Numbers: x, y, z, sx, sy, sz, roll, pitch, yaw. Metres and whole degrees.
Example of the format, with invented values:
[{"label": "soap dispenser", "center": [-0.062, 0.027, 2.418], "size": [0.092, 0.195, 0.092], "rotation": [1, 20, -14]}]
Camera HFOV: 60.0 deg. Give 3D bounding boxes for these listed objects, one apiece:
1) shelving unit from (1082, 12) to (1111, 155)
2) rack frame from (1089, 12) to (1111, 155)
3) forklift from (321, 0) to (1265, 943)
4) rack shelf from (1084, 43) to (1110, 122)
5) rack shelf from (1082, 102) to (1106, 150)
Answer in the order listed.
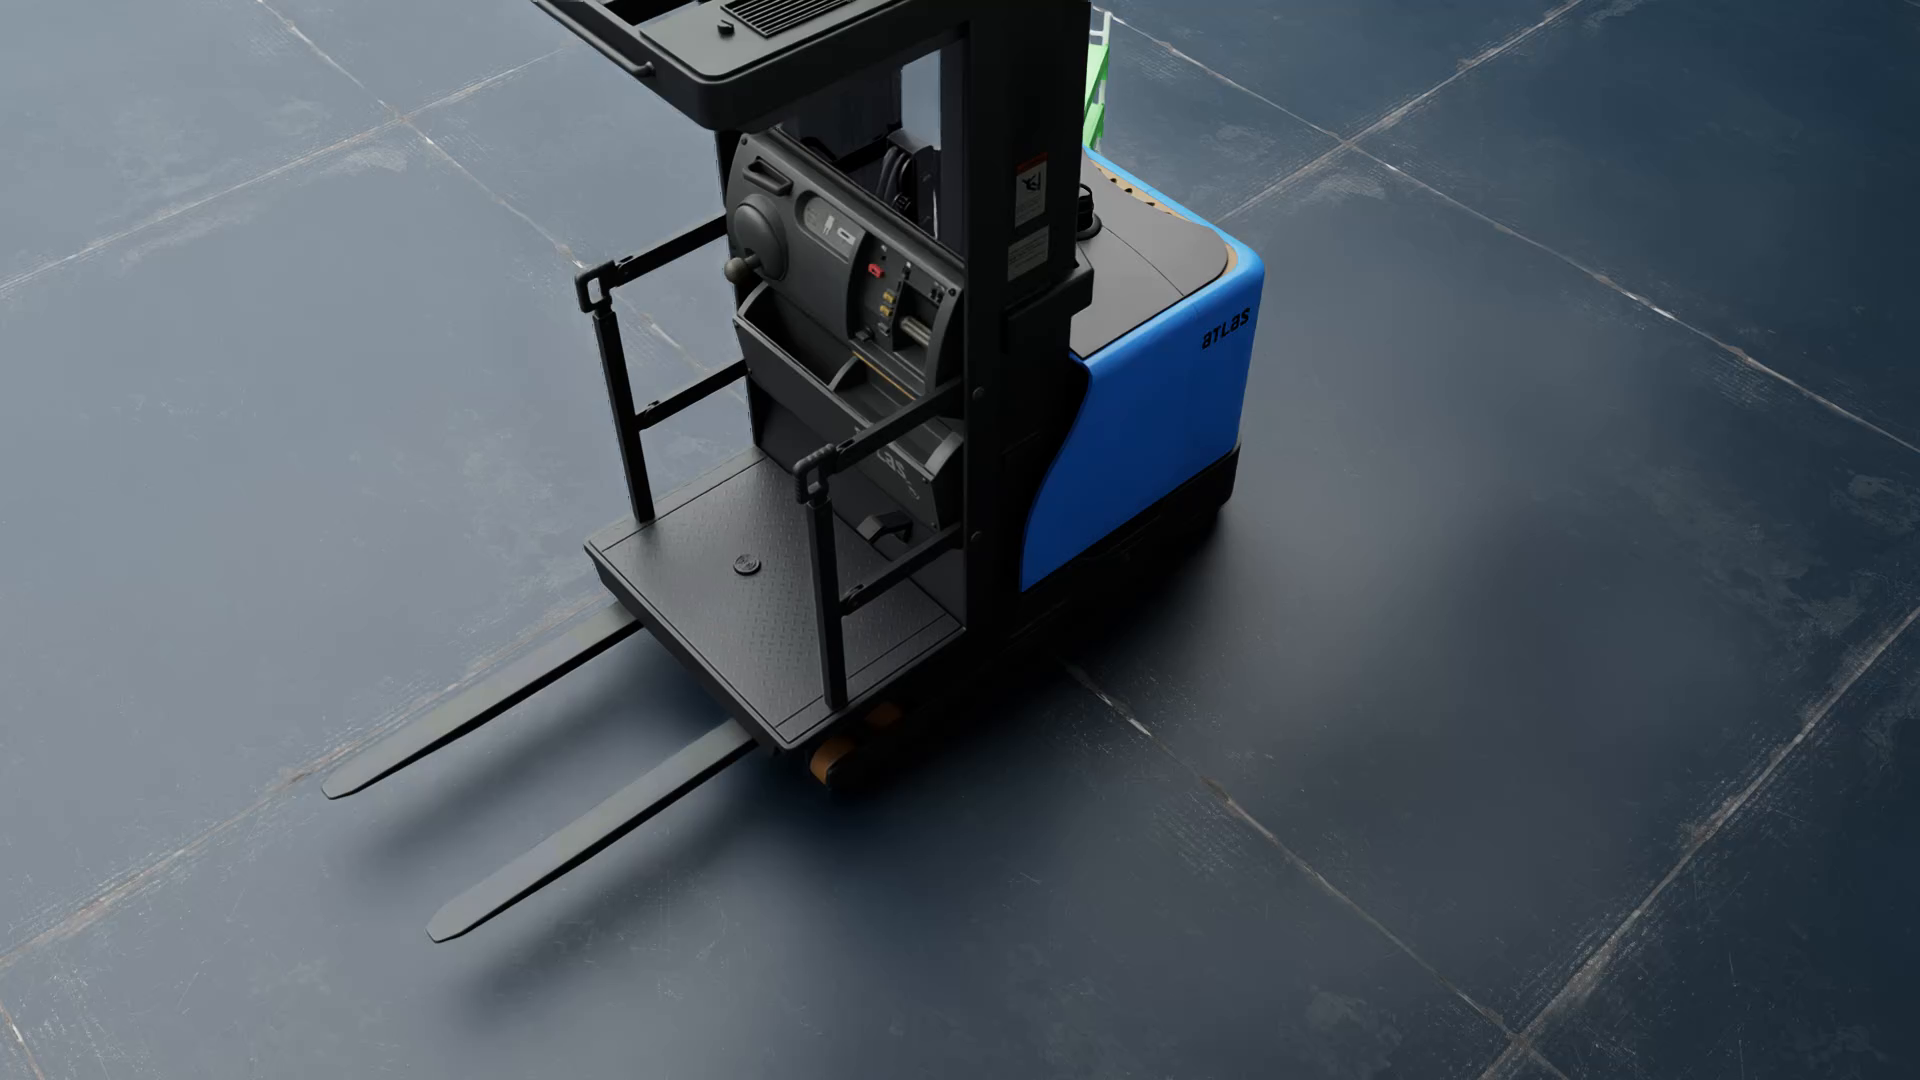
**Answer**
[{"label": "shelving unit", "center": [0.350, -1.283, 6.117], "size": [0.258, 1.200, 0.503], "rotation": [11, 48, 10]}, {"label": "rack frame", "center": [0.411, -1.457, 6.278], "size": [0.240, 1.200, 0.015], "rotation": [11, 48, 10]}, {"label": "forklift", "center": [-0.486, -0.681, 4.384], "size": [3.031, 2.935, 1.130], "rotation": [-33, 55, -27]}, {"label": "rack shelf", "center": [0.350, -1.565, 5.812], "size": [0.258, 0.148, 0.480], "rotation": [11, 48, 10]}, {"label": "rack shelf", "center": [0.350, -1.402, 5.988], "size": [0.258, 0.148, 0.480], "rotation": [11, 48, 10]}]
